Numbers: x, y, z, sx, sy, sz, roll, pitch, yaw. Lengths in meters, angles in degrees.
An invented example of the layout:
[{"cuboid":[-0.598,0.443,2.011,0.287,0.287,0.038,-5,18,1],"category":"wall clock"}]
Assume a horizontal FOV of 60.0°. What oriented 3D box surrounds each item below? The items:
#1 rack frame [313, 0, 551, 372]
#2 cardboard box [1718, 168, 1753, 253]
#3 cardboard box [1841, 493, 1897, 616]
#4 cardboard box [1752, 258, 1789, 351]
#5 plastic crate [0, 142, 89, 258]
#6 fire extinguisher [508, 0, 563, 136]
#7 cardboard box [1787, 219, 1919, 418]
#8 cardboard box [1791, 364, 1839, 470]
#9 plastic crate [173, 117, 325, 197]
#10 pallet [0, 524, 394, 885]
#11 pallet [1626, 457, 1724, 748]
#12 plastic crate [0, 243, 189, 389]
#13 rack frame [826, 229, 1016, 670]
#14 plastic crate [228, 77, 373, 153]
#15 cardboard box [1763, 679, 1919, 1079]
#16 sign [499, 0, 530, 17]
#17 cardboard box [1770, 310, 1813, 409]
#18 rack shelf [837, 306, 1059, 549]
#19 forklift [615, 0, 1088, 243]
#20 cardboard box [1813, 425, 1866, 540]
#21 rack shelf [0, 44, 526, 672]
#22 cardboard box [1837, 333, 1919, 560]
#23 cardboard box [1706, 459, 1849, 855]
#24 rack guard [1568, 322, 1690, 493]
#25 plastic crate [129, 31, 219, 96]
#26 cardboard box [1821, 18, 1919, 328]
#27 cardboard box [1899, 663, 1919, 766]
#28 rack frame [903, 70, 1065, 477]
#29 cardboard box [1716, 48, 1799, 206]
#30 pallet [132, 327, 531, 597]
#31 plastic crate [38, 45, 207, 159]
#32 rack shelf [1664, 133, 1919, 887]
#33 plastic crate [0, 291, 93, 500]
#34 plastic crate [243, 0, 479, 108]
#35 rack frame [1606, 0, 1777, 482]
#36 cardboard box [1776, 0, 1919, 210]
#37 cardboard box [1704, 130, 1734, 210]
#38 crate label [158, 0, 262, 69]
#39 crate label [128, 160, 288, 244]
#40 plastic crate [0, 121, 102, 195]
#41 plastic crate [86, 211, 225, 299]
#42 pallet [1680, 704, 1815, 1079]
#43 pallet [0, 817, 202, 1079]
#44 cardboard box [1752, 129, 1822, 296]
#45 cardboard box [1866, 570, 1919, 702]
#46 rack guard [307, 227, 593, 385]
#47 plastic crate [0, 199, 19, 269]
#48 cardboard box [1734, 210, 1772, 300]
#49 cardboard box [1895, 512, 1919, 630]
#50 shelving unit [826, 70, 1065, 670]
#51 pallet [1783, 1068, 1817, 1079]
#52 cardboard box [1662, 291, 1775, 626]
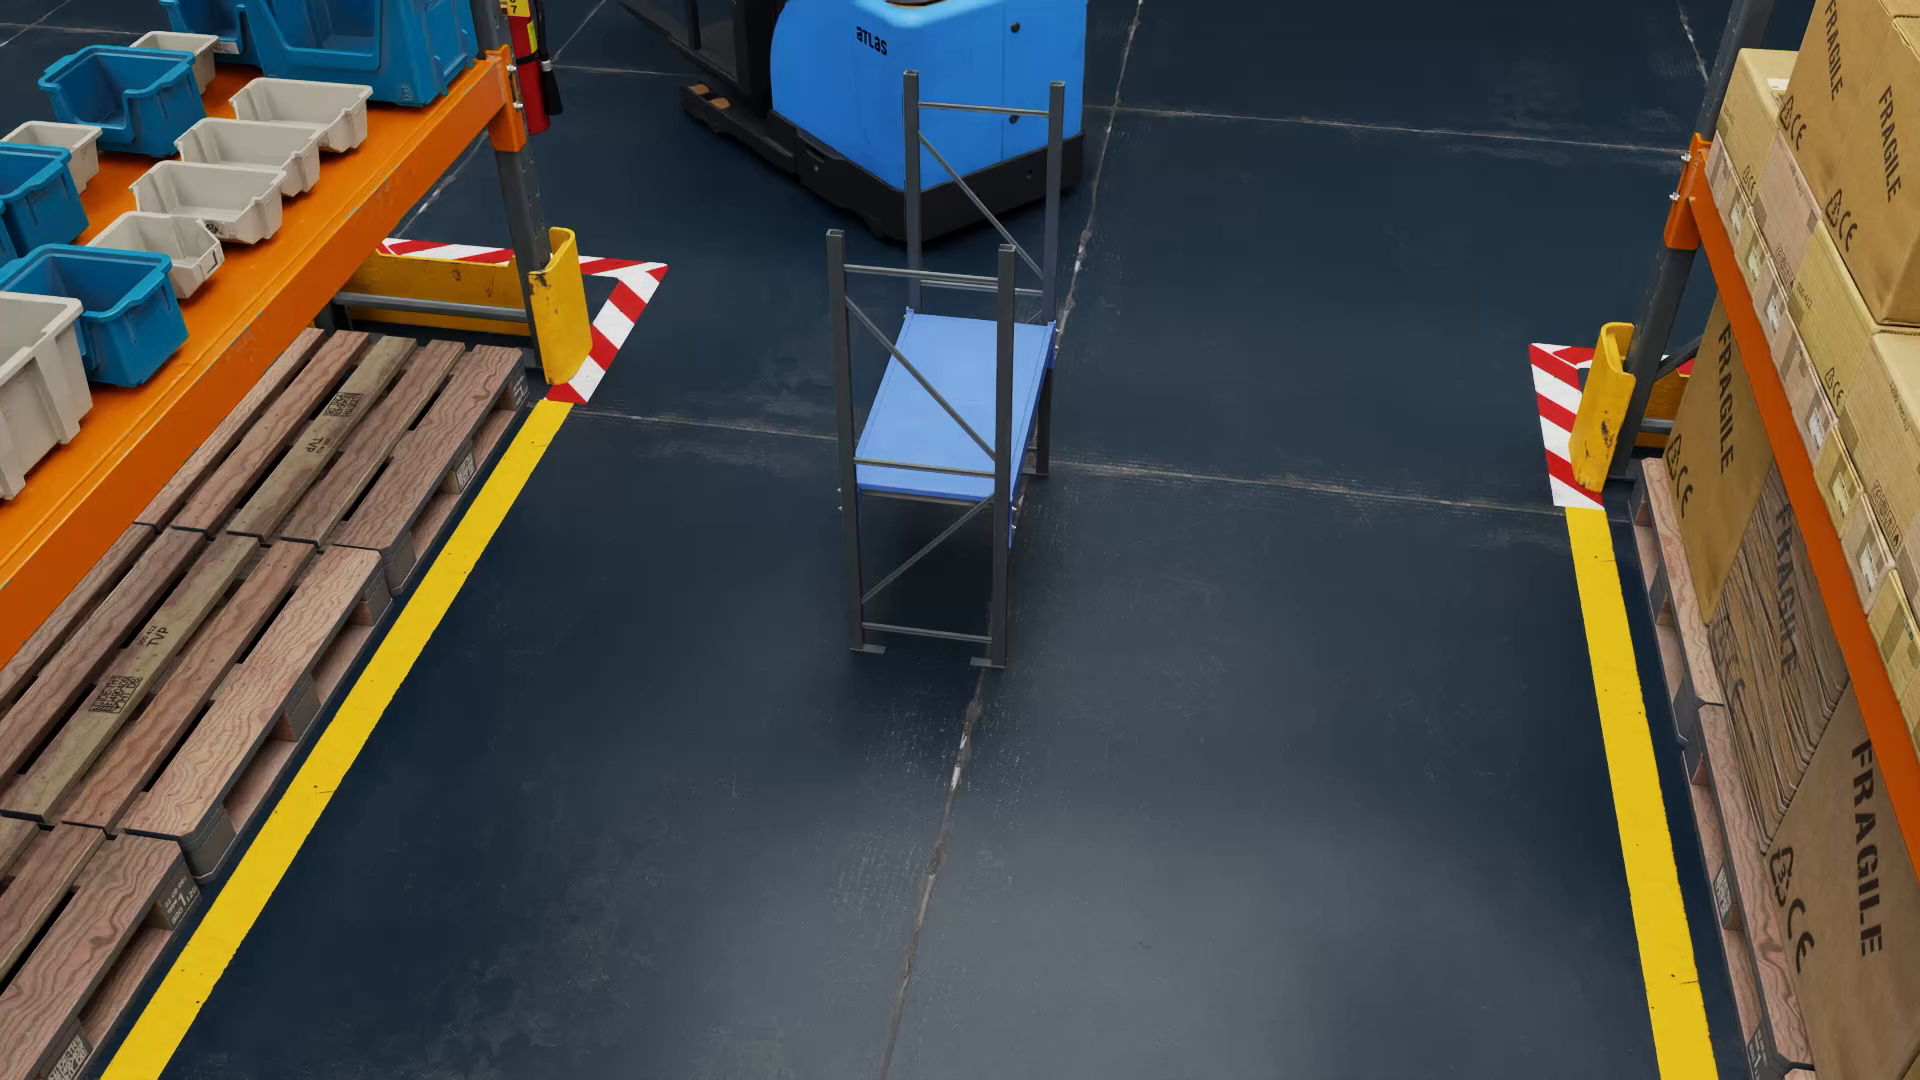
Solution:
[{"cuboid":[-2.065,-1.909,5.704,1.000,3.000,0.127,6,40,8],"category":"rack frame"},{"cuboid":[2.384,-0.918,4.703,0.380,0.149,0.250,6,40,7],"category":"cardboard box"},{"cuboid":[2.119,0.051,3.531,0.380,0.149,0.250,7,40,8],"category":"cardboard box"},{"cuboid":[2.296,-0.593,4.311,0.380,0.149,0.250,6,40,7],"category":"cardboard box"},{"cuboid":[-2.659,-0.922,4.596,0.416,0.233,0.300,6,40,8],"category":"plastic crate"},{"cuboid":[-1.591,-1.780,5.902,0.296,0.674,0.183,6,40,8],"category":"fire extinguisher"},{"cuboid":[2.291,-0.506,3.892,0.500,0.250,0.500,5,40,6],"category":"cardboard box"},{"cuboid":[2.207,-0.272,3.922,0.380,0.149,0.250,6,40,7],"category":"cardboard box"},{"cuboid":[-2.092,-1.118,4.908,0.396,0.136,0.243,6,40,8],"category":"plastic crate"},{"cuboid":[-2.459,0.443,5.049,1.003,0.211,1.213,6,40,8],"category":"pallet"},{"cuboid":[2.752,0.223,5.315,1.003,0.211,1.213,6,40,8],"category":"pallet"},{"cuboid":[-2.167,-0.550,4.145,0.416,0.233,0.300,6,40,8],"category":"plastic crate"},{"cuboid":[-0.103,-0.205,4.821,0.500,1.500,0.032,6,40,8],"category":"rack frame"},{"cuboid":[-2.027,-1.298,5.126,0.396,0.136,0.243,6,40,8],"category":"plastic crate"},{"cuboid":[2.470,0.835,3.724,0.875,0.875,0.875,6,40,8],"category":"cardboard box"},{"cuboid":[-1.520,-1.921,5.591,0.100,0.325,0.005,6,40,8],"category":"sign"},{"cuboid":[2.251,-0.434,4.118,0.380,0.149,0.250,6,40,7],"category":"cardboard box"},{"cuboid":[-0.015,-0.386,5.322,0.538,0.185,1.000,6,40,8],"category":"rack shelf"},{"cuboid":[-0.730,-3.299,7.441,1.130,2.935,3.031,-26,46,-28],"category":"forklift"},{"cuboid":[2.162,-0.114,3.731,0.380,0.149,0.250,5,40,7],"category":"cardboard box"},{"cuboid":[-2.411,-0.376,4.415,1.077,0.370,4.000,6,40,8],"category":"rack shelf"},{"cuboid":[2.206,-0.178,3.495,0.500,0.250,0.500,6,40,7],"category":"cardboard box"},{"cuboid":[2.624,0.276,4.400,0.875,0.875,0.875,6,40,8],"category":"cardboard box"},{"cuboid":[2.818,-0.414,5.859,1.175,0.500,0.348,6,40,8],"category":"rack guard"},{"cuboid":[-2.569,-1.519,5.393,0.250,0.136,0.298,6,40,8],"category":"plastic crate"},{"cuboid":[2.294,-0.797,3.656,0.500,0.500,0.500,5,40,6],"category":"cardboard box"},{"cuboid":[2.029,0.371,3.144,0.380,0.149,0.250,7,40,9],"category":"cardboard box"},{"cuboid":[0.073,-0.844,5.593,0.500,1.500,0.032,6,40,8],"category":"rack frame"},{"cuboid":[2.465,-1.148,4.668,0.500,0.250,0.500,5,40,6],"category":"cardboard box"},{"cuboid":[-2.246,-0.321,5.972,1.003,0.211,1.213,6,40,8],"category":"pallet"},{"cuboid":[-2.546,-1.335,5.095,0.416,0.233,0.300,6,40,8],"category":"plastic crate"},{"cuboid":[2.468,0.170,3.755,1.077,0.370,4.000,6,40,8],"category":"rack shelf"},{"cuboid":[-2.311,-0.314,3.821,0.437,0.282,0.530,6,40,8],"category":"plastic crate"},{"cuboid":[-1.939,-1.715,5.395,0.616,0.435,0.499,6,40,8],"category":"plastic crate"},{"cuboid":[2.814,-1.362,5.044,1.000,3.000,0.127,6,40,8],"category":"rack frame"},{"cuboid":[2.378,-1.123,4.050,0.500,0.500,0.500,5,40,7],"category":"cardboard box"},{"cuboid":[2.427,-1.079,4.898,0.380,0.149,0.250,7,40,8],"category":"cardboard box"},{"cuboid":[-2.432,-1.748,5.595,0.416,0.233,0.303,6,40,8],"category":"crate label"},{"cuboid":[-2.116,-0.941,4.693,0.396,0.136,0.243,6,40,8],"category":"crate label"},{"cuboid":[-2.686,-1.093,4.878,0.250,0.136,0.298,6,40,8],"category":"plastic crate"},{"cuboid":[-2.149,-0.753,4.466,0.298,0.136,0.250,6,40,8],"category":"plastic crate"},{"cuboid":[2.539,0.986,4.392,1.003,0.211,1.213,6,40,8],"category":"pallet"},{"cuboid":[-2.668,1.211,4.120,1.003,0.211,1.213,6,40,8],"category":"pallet"},{"cuboid":[2.381,-0.821,4.273,0.500,0.250,0.500,6,40,7],"category":"cardboard box"},{"cuboid":[2.074,0.211,3.338,0.380,0.149,0.250,6,40,7],"category":"cardboard box"},{"cuboid":[-2.073,-0.962,6.521,1.175,0.500,0.348,6,40,8],"category":"rack guard"},{"cuboid":[-2.711,-0.734,4.368,0.416,0.233,0.300,6,40,8],"category":"plastic crate"},{"cuboid":[2.340,-0.757,4.509,0.380,0.149,0.250,6,40,7],"category":"cardboard box"},{"cuboid":[2.115,0.140,3.111,0.500,0.250,0.500,7,40,9],"category":"cardboard box"},{"cuboid":[-0.015,-0.524,5.207,0.538,1.500,1.048,6,40,8],"category":"shelving unit"},{"cuboid":[2.330,1.754,3.463,1.003,0.211,1.213,6,40,8],"category":"pallet"},{"cuboid":[2.782,-0.295,5.091,0.875,0.875,0.875,6,40,8],"category":"cardboard box"}]
